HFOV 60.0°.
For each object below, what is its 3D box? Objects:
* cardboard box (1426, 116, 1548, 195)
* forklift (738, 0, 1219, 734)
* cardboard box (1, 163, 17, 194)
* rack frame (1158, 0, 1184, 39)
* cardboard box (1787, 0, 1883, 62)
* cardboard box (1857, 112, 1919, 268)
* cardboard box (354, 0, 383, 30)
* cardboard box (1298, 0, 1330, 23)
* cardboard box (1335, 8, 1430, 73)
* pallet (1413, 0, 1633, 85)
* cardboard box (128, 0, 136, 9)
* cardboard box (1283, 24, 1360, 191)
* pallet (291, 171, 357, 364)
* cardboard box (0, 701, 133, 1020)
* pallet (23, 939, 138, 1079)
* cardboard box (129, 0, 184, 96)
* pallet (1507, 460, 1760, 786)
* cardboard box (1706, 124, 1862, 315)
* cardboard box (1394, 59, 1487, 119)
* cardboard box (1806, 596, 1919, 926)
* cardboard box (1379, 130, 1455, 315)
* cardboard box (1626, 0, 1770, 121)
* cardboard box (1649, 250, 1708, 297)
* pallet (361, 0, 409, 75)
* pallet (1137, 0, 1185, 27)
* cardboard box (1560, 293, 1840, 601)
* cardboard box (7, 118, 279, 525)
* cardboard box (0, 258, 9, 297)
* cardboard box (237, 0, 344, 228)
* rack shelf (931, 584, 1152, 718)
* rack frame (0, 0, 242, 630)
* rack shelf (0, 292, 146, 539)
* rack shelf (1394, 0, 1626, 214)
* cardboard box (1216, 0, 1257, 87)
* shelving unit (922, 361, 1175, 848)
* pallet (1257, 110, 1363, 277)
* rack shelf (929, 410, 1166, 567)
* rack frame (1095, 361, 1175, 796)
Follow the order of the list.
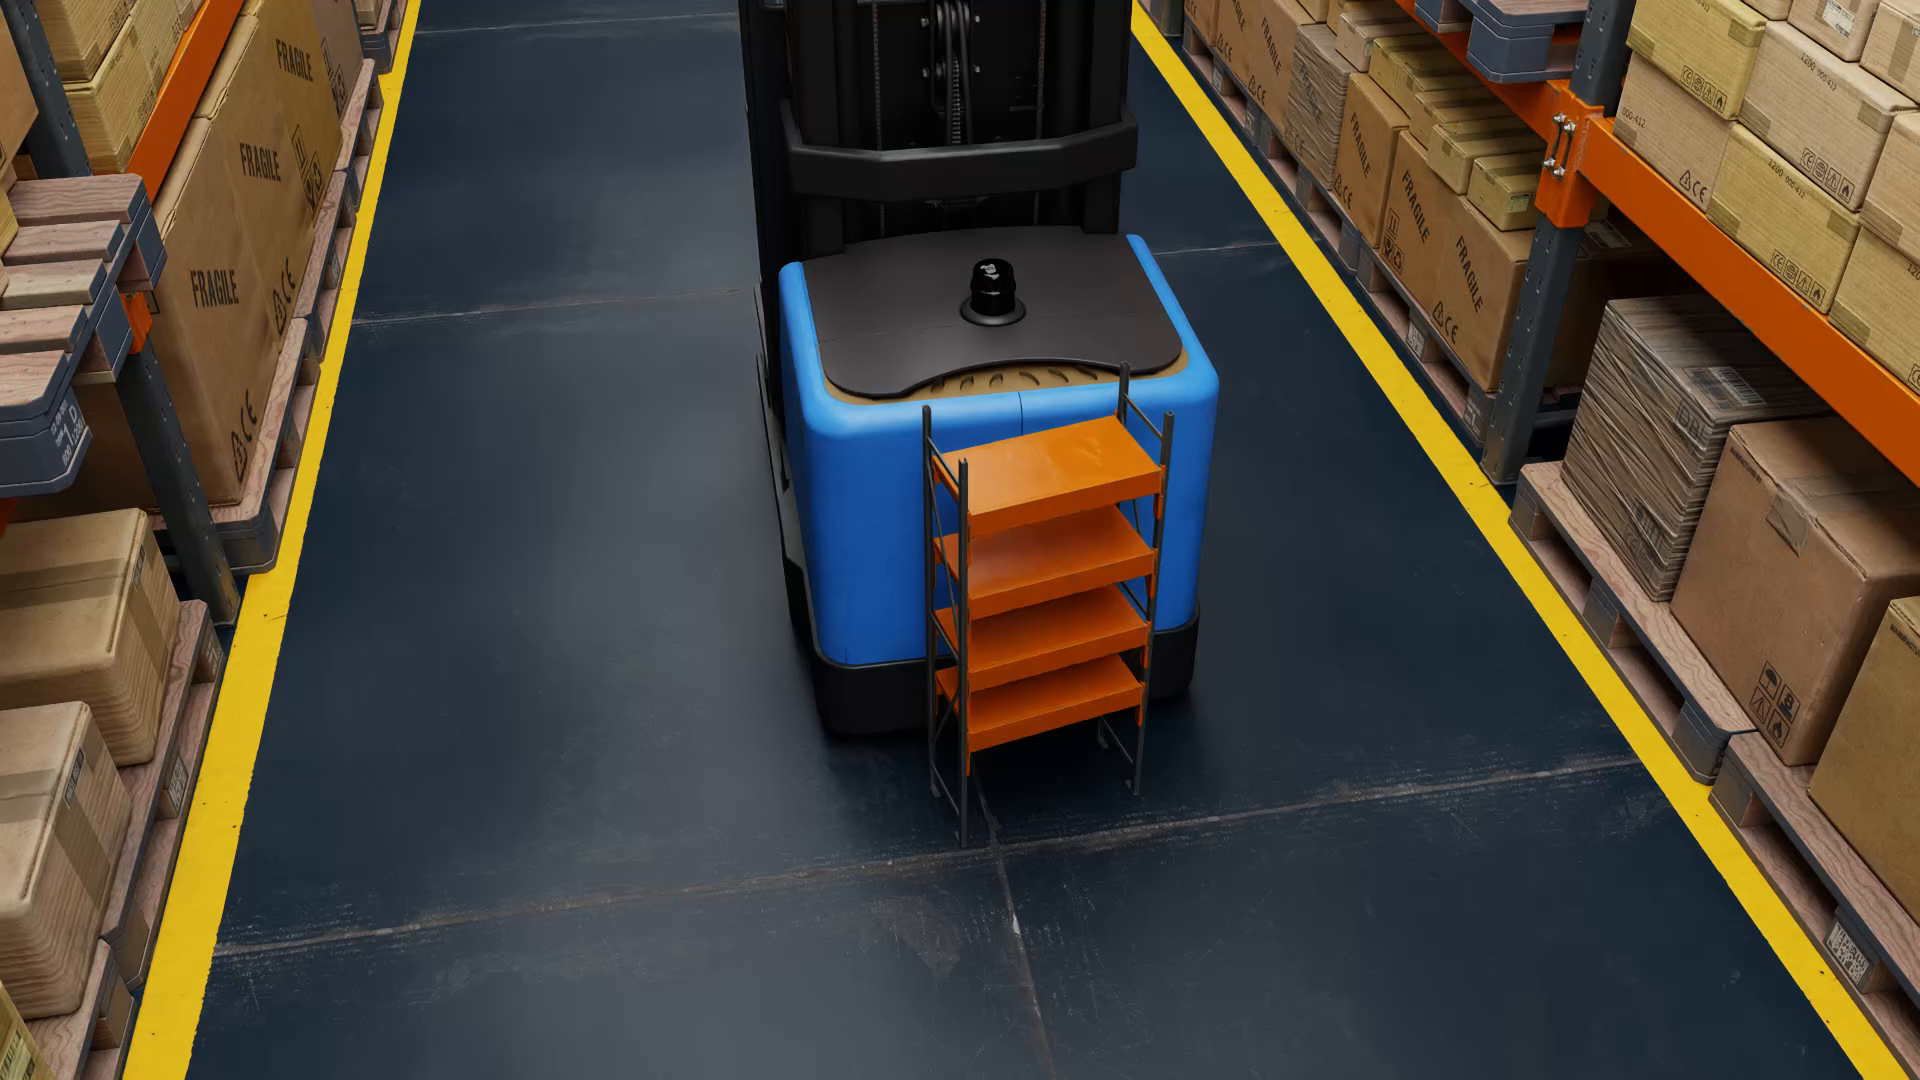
[{"bbox_3d":[1.825,-1.313,5.662,0.380,0.149,0.250,-8,39,-10],"label":"cardboard box"},{"bbox_3d":[-0.107,-1.538,4.841,1.130,2.935,3.031,-6,38,-8],"label":"forklift"},{"bbox_3d":[-2.358,-0.804,3.702,0.380,0.149,0.250,-5,38,-6],"label":"cardboard box"},{"bbox_3d":[1.538,-3.862,7.776,1.000,3.000,0.127,-6,38,-8],"label":"rack frame"},{"bbox_3d":[2.123,-1.204,3.744,0.380,0.149,0.250,-5,38,-7],"label":"cardboard box"},{"bbox_3d":[2.237,-0.669,3.381,0.500,0.250,0.500,-7,38,-9],"label":"cardboard box"},{"bbox_3d":[-3.353,-2.871,8.246,0.875,0.438,0.875,-7,38,-9],"label":"cardboard box"},{"bbox_3d":[1.629,-2.270,6.893,0.380,0.149,0.250,-5,38,-6],"label":"cardboard box"},{"bbox_3d":[1.698,-1.956,6.489,0.380,0.149,0.250,-8,39,-10],"label":"cardboard box"},{"bbox_3d":[2.051,-1.772,5.242,1.213,0.211,1.003,-6,38,-8],"label":"pallet"},{"bbox_3d":[-2.582,-1.693,4.699,0.500,0.250,0.500,-5,38,-7],"label":"cardboard box"},{"bbox_3d":[1.672,-1.788,6.802,0.500,0.500,0.500,-8,38,-10],"label":"cardboard box"},{"bbox_3d":[-2.922,-1.028,6.401,1.003,0.211,1.213,-6,38,-8],"label":"pallet"},{"bbox_3d":[-2.420,0.749,3.640,0.950,0.372,0.625,-7,38,-9],"label":"cardboard box"},{"bbox_3d":[-2.301,1.399,3.277,1.003,0.211,1.213,-6,38,-8],"label":"pallet"},{"bbox_3d":[-2.592,-1.481,4.834,0.500,0.250,0.500,-7,38,-9],"label":"cardboard box"},{"bbox_3d":[2.345,0.157,4.876,1.003,0.211,1.213,-6,38,-8],"label":"pallet"},{"bbox_3d":[2.160,-0.788,3.942,0.500,0.250,0.500,-7,38,-9],"label":"cardboard box"},{"bbox_3d":[1.821,-1.642,6.084,0.380,0.149,0.250,-5,38,-7],"label":"cardboard box"},{"bbox_3d":[2.576,0.505,3.749,0.875,0.625,0.625,-8,39,-10],"label":"cardboard box"},{"bbox_3d":[1.876,-1.160,5.994,0.500,0.500,0.500,-7,38,-9],"label":"cardboard box"},{"bbox_3d":[2.052,-1.287,4.177,0.500,0.250,0.500,-6,38,-8],"label":"cardboard box"},{"bbox_3d":[2.441,-0.909,5.671,0.500,0.500,0.500,-5,38,-6],"label":"cardboard box"},{"bbox_3d":[-3.405,-2.692,8.543,1.003,0.211,1.213,-6,38,-8],"label":"pallet"},{"bbox_3d":[1.418,-3.176,9.166,1.003,0.211,1.213,-6,38,-8],"label":"pallet"},{"bbox_3d":[2.335,-0.296,4.779,0.875,0.625,0.625,-5,38,-7],"label":"cardboard box"},{"bbox_3d":[-2.686,-0.663,5.048,0.875,0.875,0.875,-7,38,-8],"label":"cardboard box"},{"bbox_3d":[-2.151,-0.502,3.314,0.380,0.149,0.250,-7,38,-8],"label":"cardboard box"},{"bbox_3d":[-2.995,-1.742,6.437,0.875,0.875,0.875,-5,38,-7],"label":"cardboard box"},{"bbox_3d":[0.193,0.240,4.072,0.480,0.148,0.258,-14,40,-17],"label":"rack shelf"},{"bbox_3d":[-2.647,-0.910,3.976,1.000,3.000,0.127,-6,38,-8],"label":"rack frame"},{"bbox_3d":[-2.296,0.582,2.642,1.077,0.370,4.000,-6,38,-8],"label":"rack shelf"},{"bbox_3d":[1.889,-2.370,6.442,1.077,0.370,4.000,-6,38,-8],"label":"rack shelf"},{"bbox_3d":[1.504,-2.404,7.594,0.500,0.500,0.500,-7,38,-9],"label":"cardboard box"},{"bbox_3d":[0.193,0.187,4.031,0.503,1.200,0.258,-14,40,-17],"label":"shelving unit"},{"bbox_3d":[1.935,-1.535,7.054,1.003,0.211,1.213,-6,38,-8],"label":"pallet"},{"bbox_3d":[0.193,-0.123,3.790,0.480,0.148,0.258,-14,40,-17],"label":"rack shelf"},{"bbox_3d":[0.420,0.132,4.102,0.015,1.200,0.240,-14,40,-17],"label":"rack frame"}]
